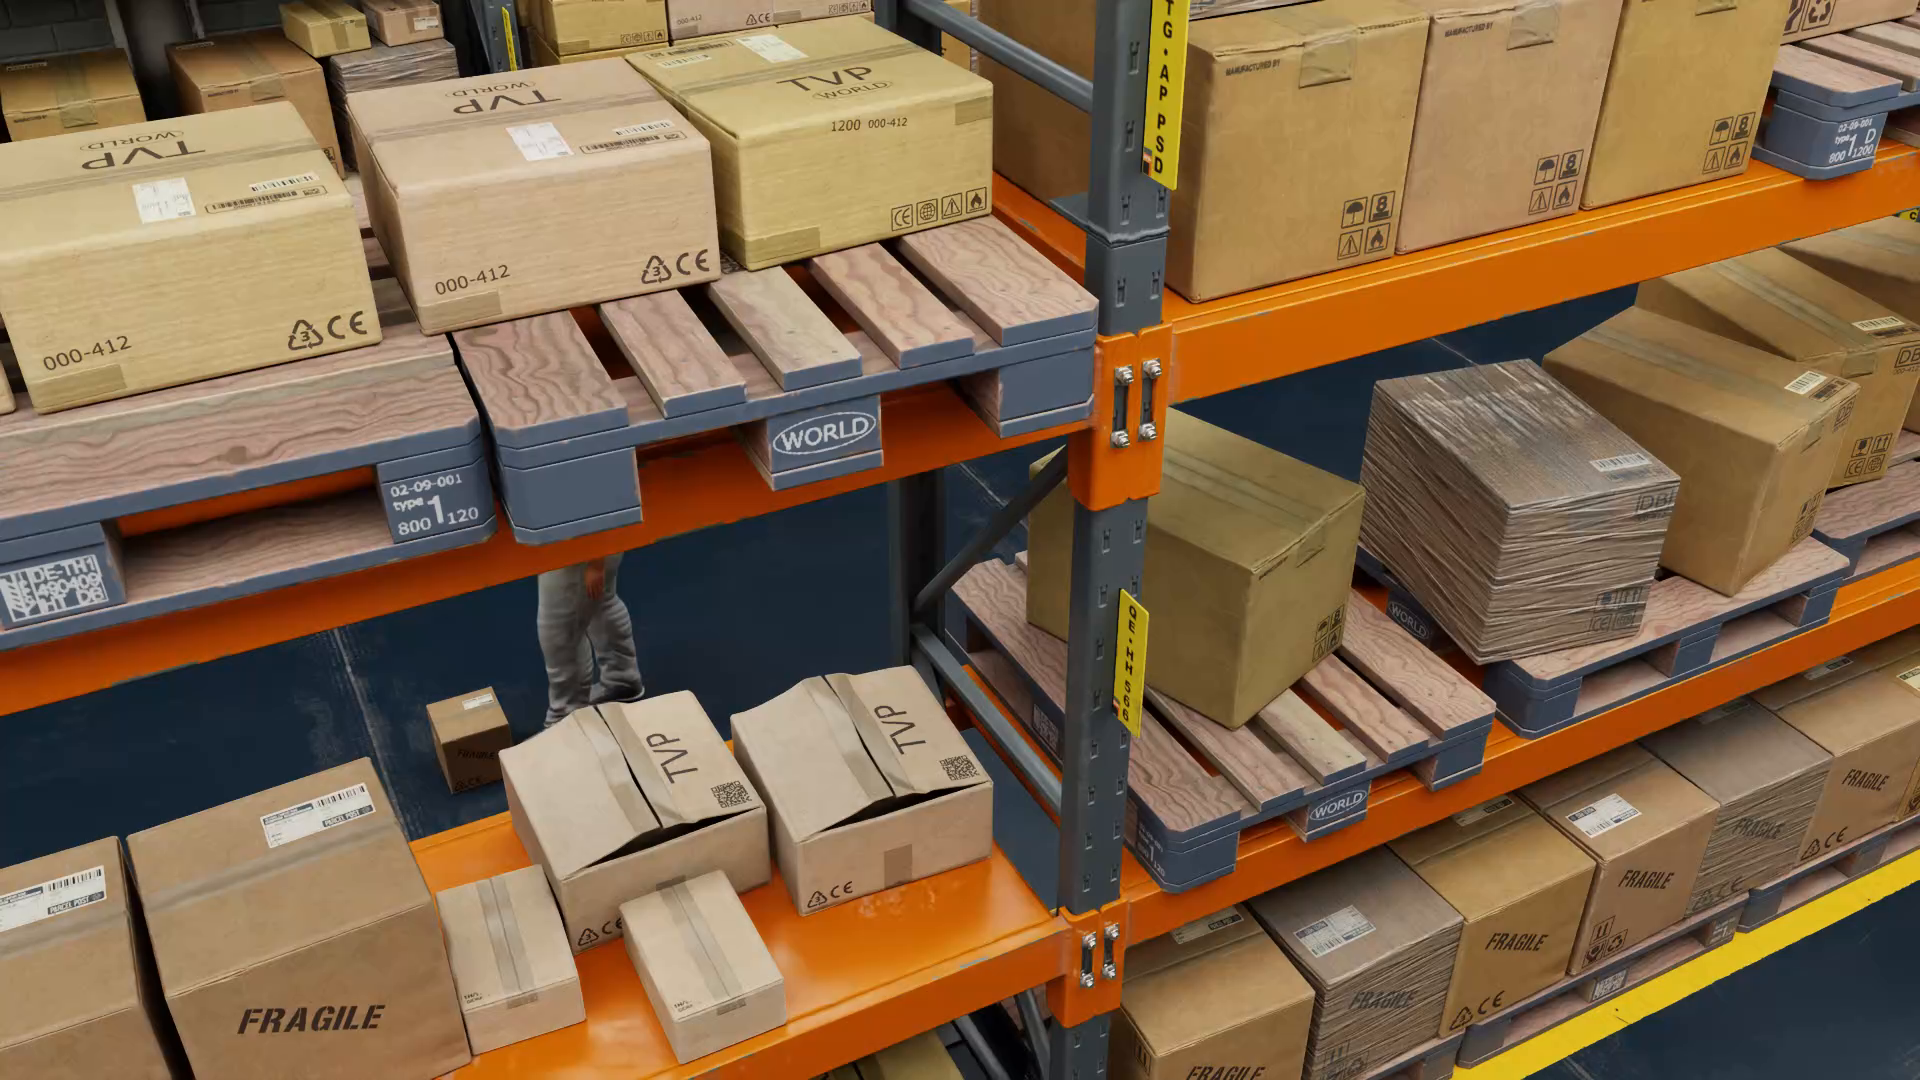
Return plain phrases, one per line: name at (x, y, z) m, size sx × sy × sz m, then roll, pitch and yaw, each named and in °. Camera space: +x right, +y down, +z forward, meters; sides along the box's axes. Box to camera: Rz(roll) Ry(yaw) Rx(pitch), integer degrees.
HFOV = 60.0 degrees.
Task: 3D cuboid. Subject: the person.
person at (-1.492, 0.005, 6.136) m, size 0.539 × 1.687 × 0.502 m, roll -8°, pitch 34°, yaw -12°
